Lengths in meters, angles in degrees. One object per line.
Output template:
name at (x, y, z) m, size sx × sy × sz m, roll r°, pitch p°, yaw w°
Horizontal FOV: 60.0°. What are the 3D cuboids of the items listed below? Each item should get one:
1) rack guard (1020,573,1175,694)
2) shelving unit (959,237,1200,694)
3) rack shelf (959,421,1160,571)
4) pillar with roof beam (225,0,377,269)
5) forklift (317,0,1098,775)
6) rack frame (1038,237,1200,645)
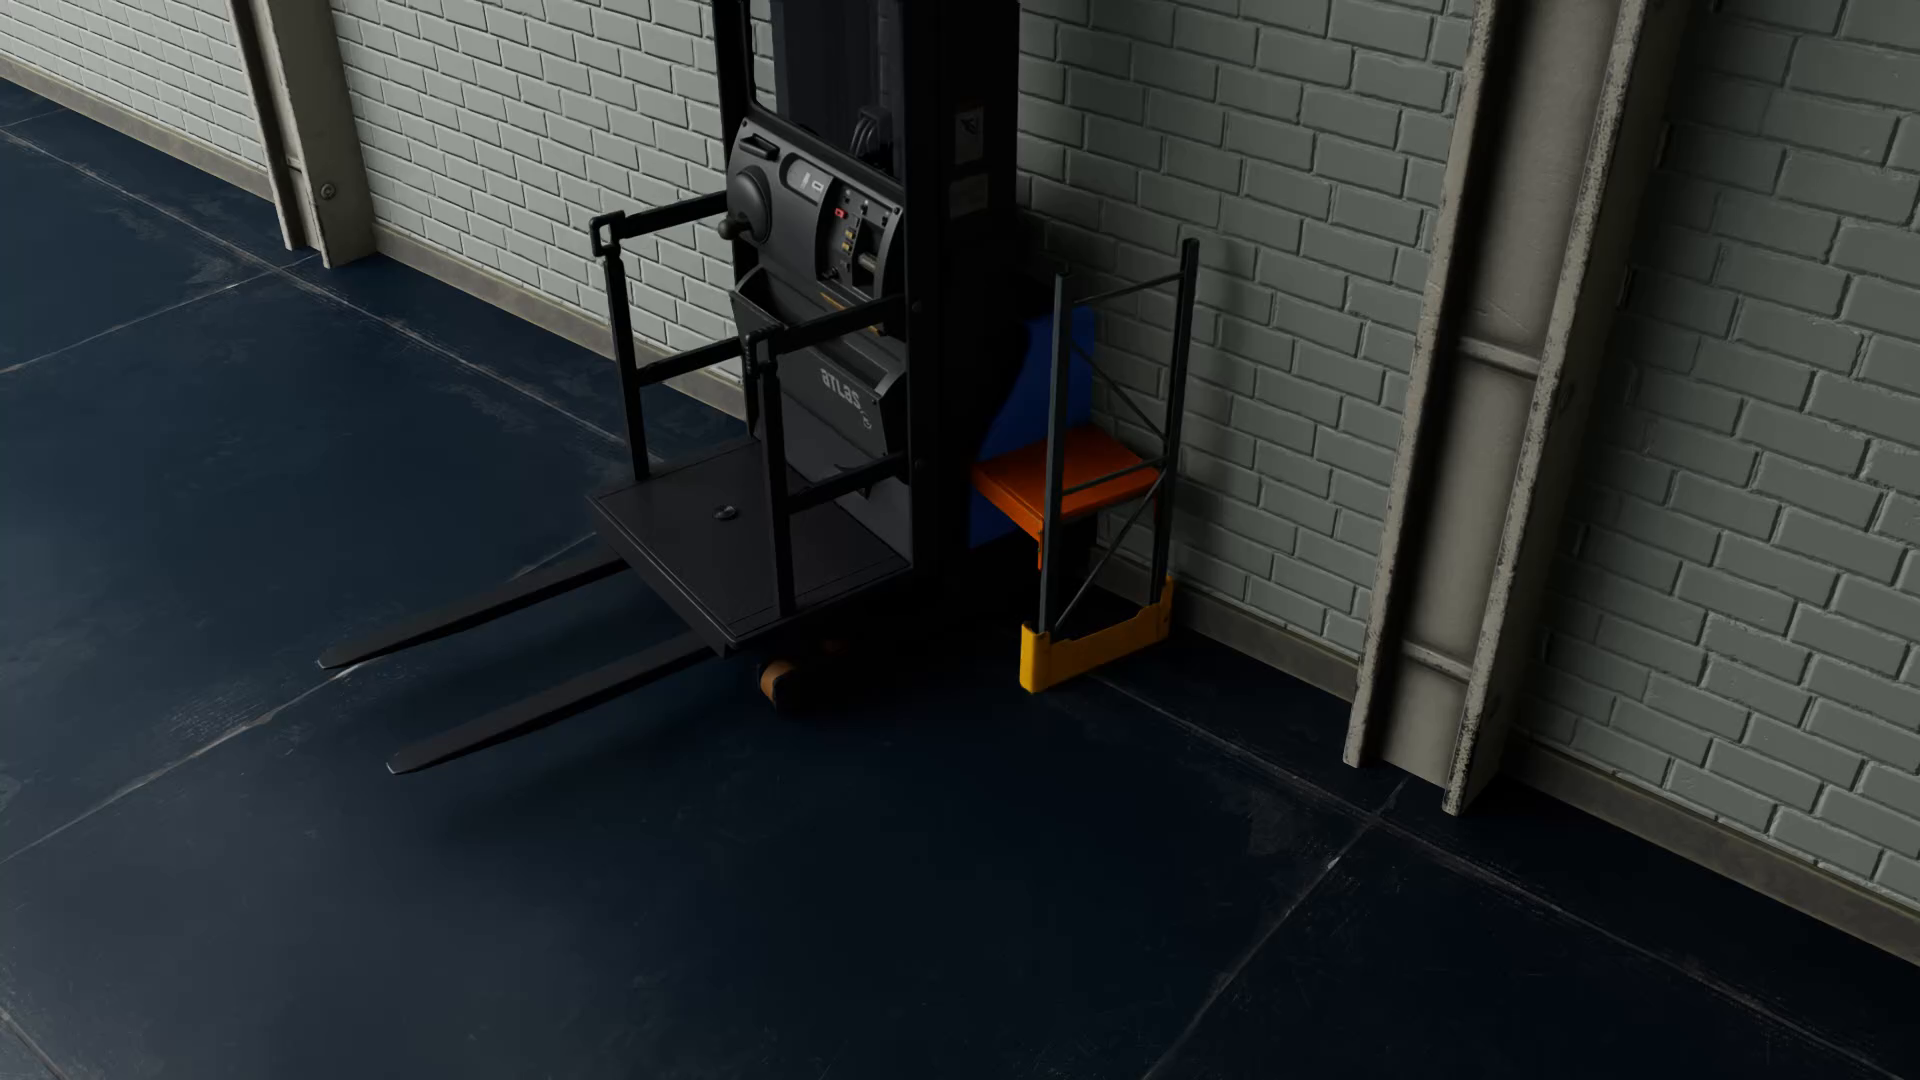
rack guard at (0.463, 0.308, 5.594) m, size 0.587 × 0.250 × 0.087 m, roll -19°, pitch 39°, yaw -27°
shelving unit at (0.203, -0.447, 5.586) m, size 0.587 × 1.500 × 1.083 m, roll -19°, pitch 39°, yaw -27°
rack shelf at (0.206, -0.294, 5.681) m, size 0.538 × 0.185 × 1.000 m, roll -19°, pitch 39°, yaw -27°
pillar with roof beam at (-5.912, -3.309, 3.120) m, size 0.400 × 9.000 × 9.100 m, roll 25°, pitch 42°, yaw 32°
forklift at (-0.635, -0.999, 5.116) m, size 3.031 × 2.935 × 1.130 m, roll -23°, pitch 40°, yaw -29°
rack frame at (0.481, -0.198, 5.227) m, size 0.500 × 1.500 × 0.032 m, roll -19°, pitch 39°, yaw -27°
